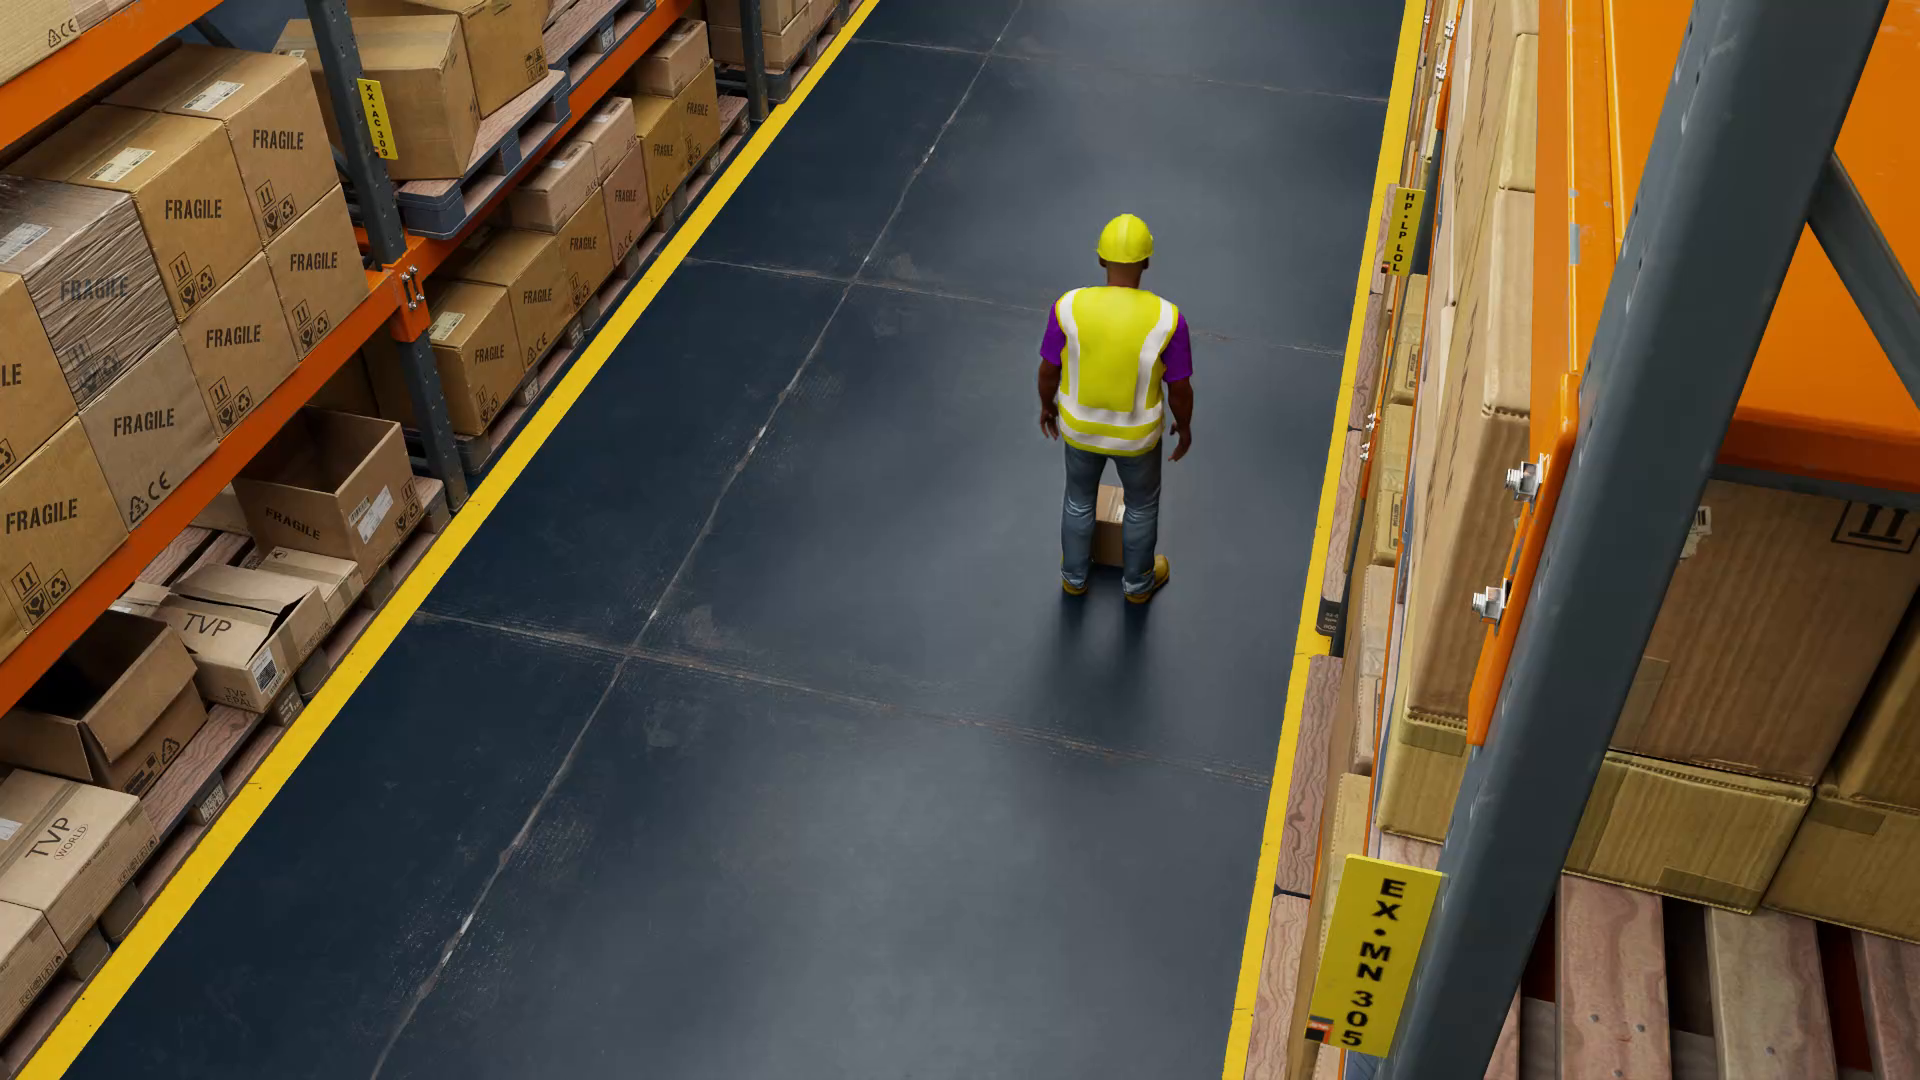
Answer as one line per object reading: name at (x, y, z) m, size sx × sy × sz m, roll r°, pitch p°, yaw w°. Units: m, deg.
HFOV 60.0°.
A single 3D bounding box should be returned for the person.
person at (0.625, -0.488, 6.709) m, size 0.628 × 1.761 × 0.456 m, roll 10°, pitch 42°, yaw 12°
